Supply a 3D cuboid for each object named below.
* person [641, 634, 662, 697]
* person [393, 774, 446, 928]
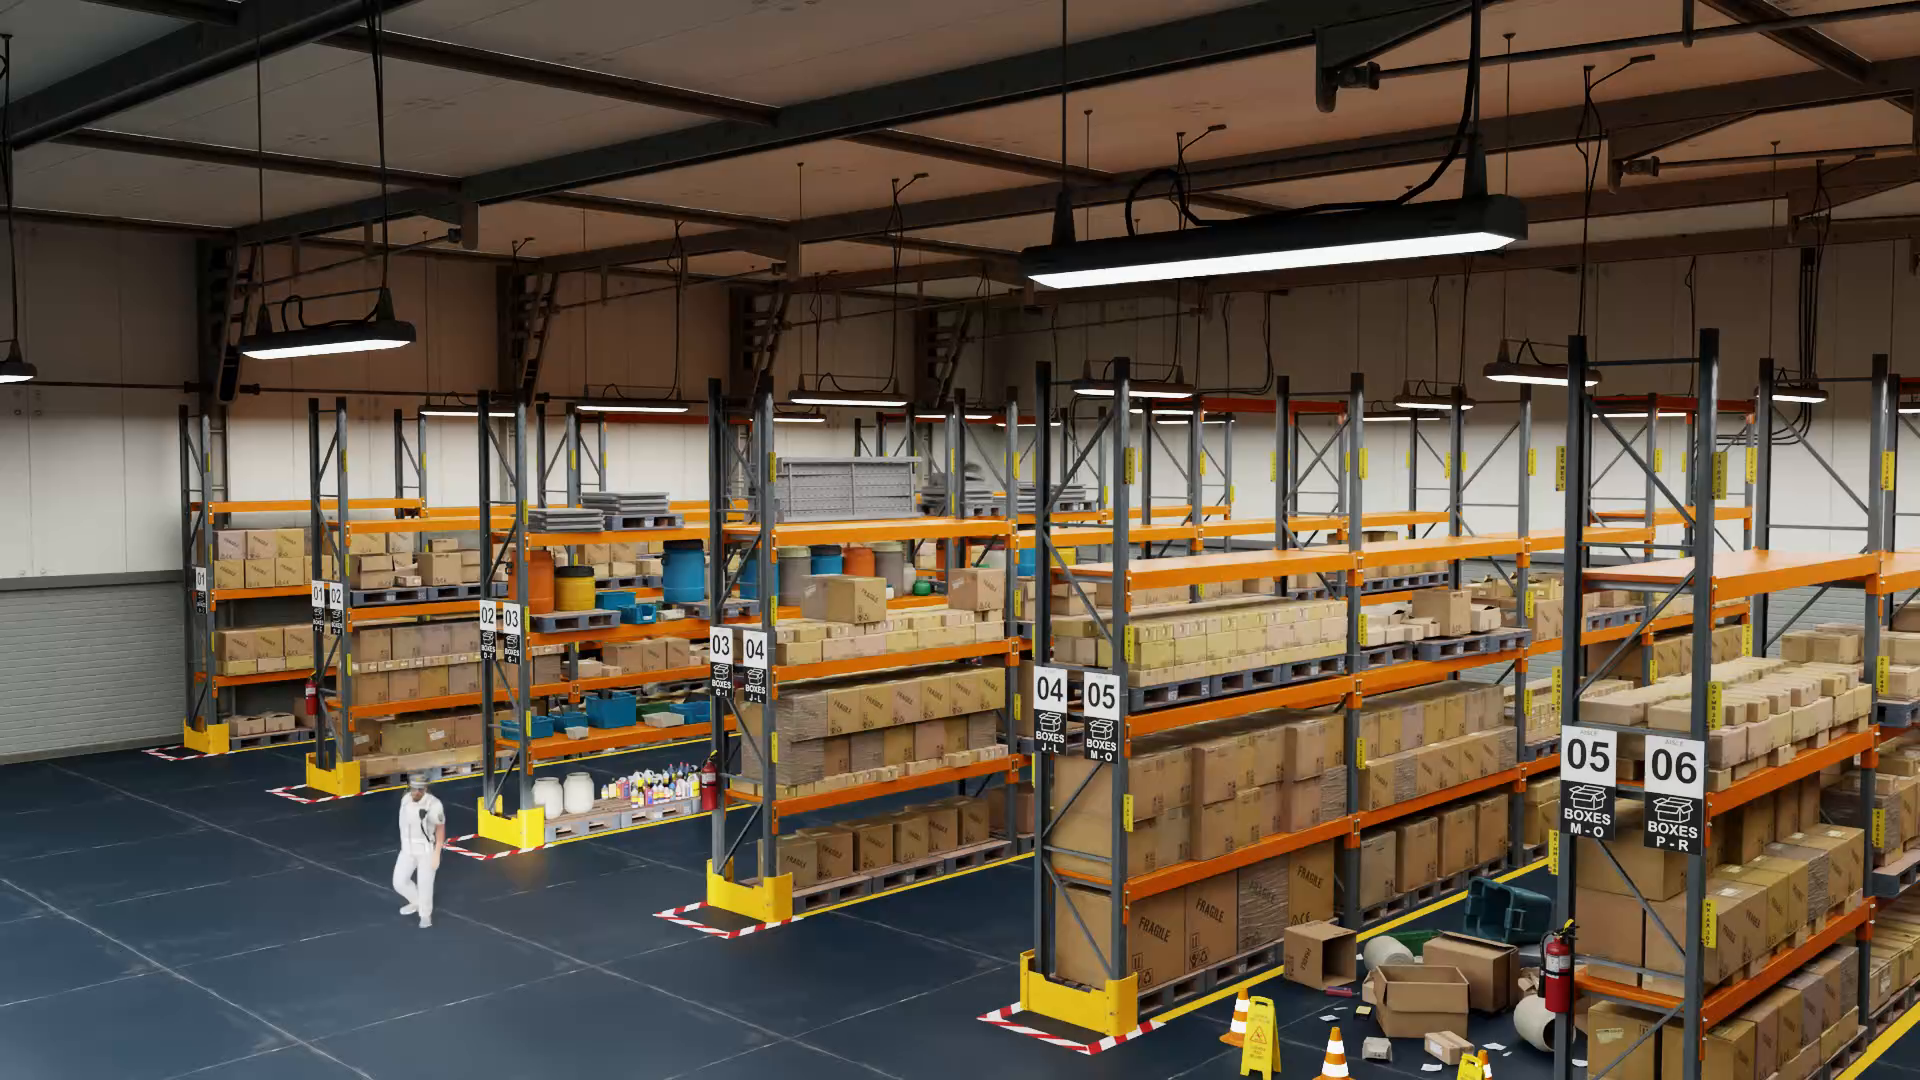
[{"bbox_3d":[-6.107,2.563,33.139,0.651,1.734,0.627,1,3,22],"label":"person"},{"bbox_3d":[-5.878,3.363,18.107,0.708,1.716,0.579,1,3,13],"label":"person"}]
